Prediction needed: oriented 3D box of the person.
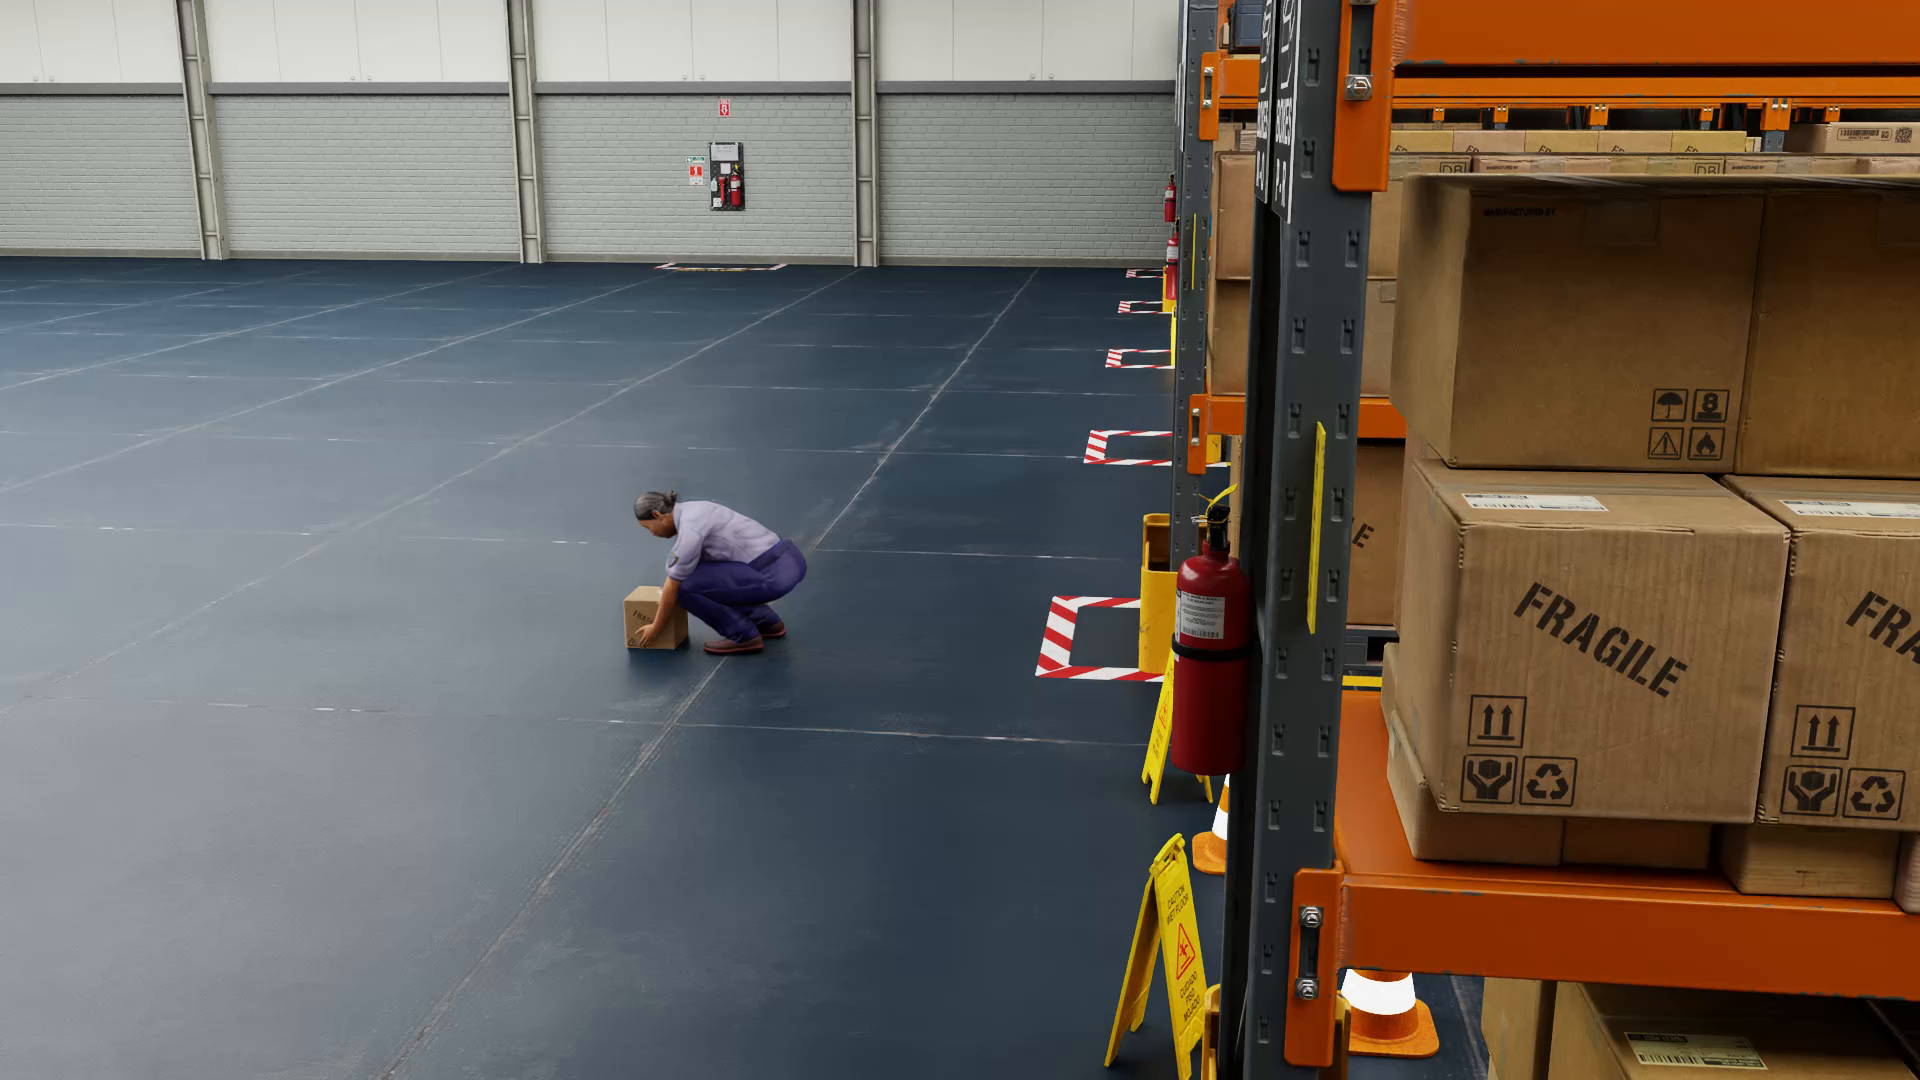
[{"bbox_3d":[-1.181,0.137,8.227,0.823,0.803,0.515,2,14,6],"label":"person"}]
